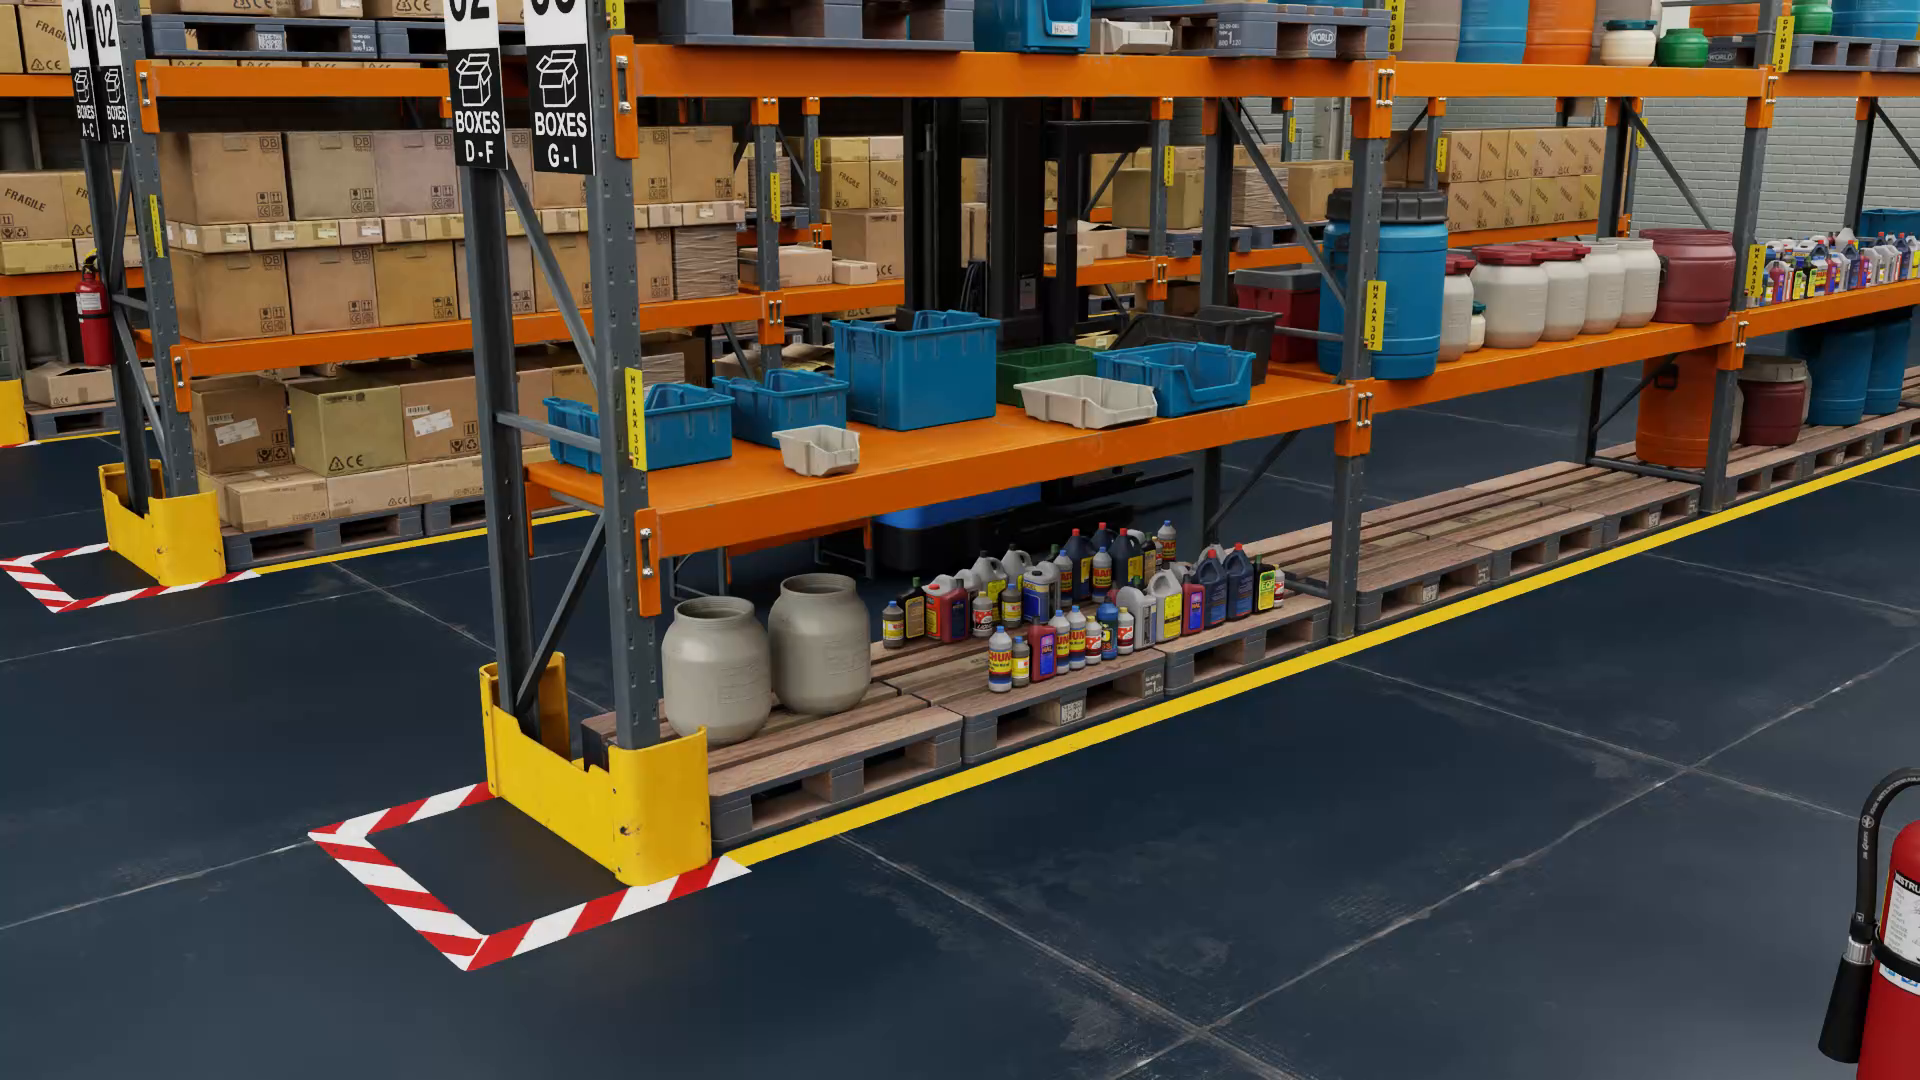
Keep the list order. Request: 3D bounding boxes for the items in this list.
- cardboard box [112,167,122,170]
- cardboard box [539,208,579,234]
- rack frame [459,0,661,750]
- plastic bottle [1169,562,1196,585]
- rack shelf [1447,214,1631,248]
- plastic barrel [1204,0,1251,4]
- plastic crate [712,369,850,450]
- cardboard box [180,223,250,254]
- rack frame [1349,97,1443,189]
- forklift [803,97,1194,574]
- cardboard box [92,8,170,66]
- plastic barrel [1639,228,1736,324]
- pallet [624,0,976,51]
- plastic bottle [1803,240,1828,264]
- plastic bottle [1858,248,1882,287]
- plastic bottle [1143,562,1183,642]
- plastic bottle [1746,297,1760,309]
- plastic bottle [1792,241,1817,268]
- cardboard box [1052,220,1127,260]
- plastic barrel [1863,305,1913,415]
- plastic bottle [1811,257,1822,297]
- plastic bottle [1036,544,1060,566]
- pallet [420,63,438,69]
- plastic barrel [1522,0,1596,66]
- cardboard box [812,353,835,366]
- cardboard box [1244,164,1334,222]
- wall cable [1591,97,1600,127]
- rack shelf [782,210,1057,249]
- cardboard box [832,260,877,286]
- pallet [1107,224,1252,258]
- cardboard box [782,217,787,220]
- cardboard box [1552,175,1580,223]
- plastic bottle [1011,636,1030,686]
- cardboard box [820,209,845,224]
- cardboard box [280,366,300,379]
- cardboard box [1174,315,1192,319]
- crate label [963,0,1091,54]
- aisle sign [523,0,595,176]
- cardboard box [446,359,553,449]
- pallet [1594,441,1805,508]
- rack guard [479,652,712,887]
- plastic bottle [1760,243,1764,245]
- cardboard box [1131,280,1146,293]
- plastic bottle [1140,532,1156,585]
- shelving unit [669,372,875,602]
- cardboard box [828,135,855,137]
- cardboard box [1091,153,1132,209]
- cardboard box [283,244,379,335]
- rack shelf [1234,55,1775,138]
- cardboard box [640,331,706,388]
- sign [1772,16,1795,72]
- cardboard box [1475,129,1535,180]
[{"bbox_3d":[-6.916,-2.884,14.035,0.500,0.500,0.500,-13,20,-41],"label":"cardboard box"},{"bbox_3d":[-2.657,-2.065,10.717,0.250,0.149,0.380,-12,19,-38],"label":"cardboard box"},{"bbox_3d":[-1.402,-0.363,5.797,0.127,3.000,1.000,-13,19,-39],"label":"rack frame"},{"bbox_3d":[1.058,0.236,7.981,0.135,0.276,0.152,-13,19,-39],"label":"plastic bottle"},{"bbox_3d":[5.910,-3.352,18.381,4.000,0.370,1.077,-13,19,-39],"label":"rack shelf"},{"bbox_3d":[1.162,-2.712,7.748,0.421,0.512,0.421,0,15,0],"label":"plastic barrel"},{"bbox_3d":[-0.727,-0.543,6.760,0.408,0.251,0.499,-13,19,-39],"label":"plastic crate"},{"bbox_3d":[-4.214,-1.714,9.405,0.250,0.149,0.380,-13,20,-40],"label":"cardboard box"},{"bbox_3d":[4.402,-3.361,17.020,0.127,3.000,1.000,-13,19,-39],"label":"rack frame"},{"bbox_3d":[0.453,-1.529,10.295,3.031,2.935,1.130,-14,20,-42],"label":"forklift"},{"bbox_3d":[-6.672,-3.980,13.292,0.500,0.500,0.500,-12,19,-37],"label":"cardboard box"},{"bbox_3d":[4.482,-1.647,10.338,0.708,0.536,0.600,-13,19,-39],"label":"plastic barrel"},{"bbox_3d":[-0.714,-1.842,5.888,1.213,0.211,1.003,-13,19,-39],"label":"pallet"},{"bbox_3d":[6.139,-1.973,11.919,0.185,0.351,0.144,-13,19,-39],"label":"plastic bottle"},{"bbox_3d":[6.633,-1.997,12.154,0.135,0.276,0.152,-13,19,-39],"label":"plastic bottle"},{"bbox_3d":[0.930,0.279,7.674,0.185,0.351,0.144,-13,20,-40],"label":"plastic bottle"},{"bbox_3d":[5.171,-1.669,10.926,0.135,0.276,0.152,-13,19,-39],"label":"plastic bottle"},{"bbox_3d":[6.452,-2.145,12.710,0.135,0.276,0.152,-13,19,-39],"label":"plastic bottle"},{"bbox_3d":[1.081,-2.587,14.296,0.500,0.311,0.500,-11,19,-36],"label":"cardboard box"},{"bbox_3d":[7.229,-1.496,13.292,0.708,0.901,0.600,-13,19,-39],"label":"plastic barrel"},{"bbox_3d":[5.901,-1.821,11.504,0.097,0.271,0.097,0,15,0],"label":"plastic bottle"},{"bbox_3d":[0.440,0.167,8.224,0.133,0.283,0.061,-12,19,-37],"label":"plastic bottle"},{"bbox_3d":[-4.352,-4.412,15.506,1.003,0.211,1.213,-13,19,-39],"label":"pallet"},{"bbox_3d":[3.377,-3.167,9.651,0.708,0.830,0.600,-13,19,-39],"label":"plastic barrel"},{"bbox_3d":[-0.777,-1.256,12.569,0.500,0.311,0.500,-13,20,-40],"label":"cardboard box"},{"bbox_3d":[3.109,-3.301,15.788,0.700,0.500,0.500,10,18,33],"label":"cardboard box"},{"bbox_3d":[8.666,-7.289,26.118,0.112,2.526,3.097,-13,19,-39],"label":"wall cable"},{"bbox_3d":[-0.362,-3.638,19.453,4.000,0.370,1.077,-13,19,-39],"label":"rack shelf"},{"bbox_3d":[-0.831,-1.995,12.392,0.250,0.149,0.380,-13,19,-39],"label":"cardboard box"},{"bbox_3d":[1.849,-2.719,14.989,1.003,0.211,1.213,-13,19,-39],"label":"pallet"},{"bbox_3d":[-1.793,-3.640,18.514,0.250,0.149,0.380,-12,19,-38],"label":"cardboard box"},{"bbox_3d":[6.491,-3.786,18.418,0.500,0.500,0.500,-12,19,-39],"label":"cardboard box"},{"bbox_3d":[0.248,0.512,7.090,0.097,0.201,0.097,0,15,0],"label":"plastic bottle"},{"bbox_3d":[-1.470,-3.546,18.161,0.250,0.149,0.380,-13,20,-40],"label":"cardboard box"},{"bbox_3d":[-6.108,-1.538,14.866,0.380,0.149,0.250,14,20,42],"label":"cardboard box"},{"bbox_3d":[1.915,-1.710,14.830,0.500,0.500,0.500,-12,19,-37],"label":"cardboard box"},{"bbox_3d":[0.227,-1.993,6.376,0.408,0.251,0.502,-13,19,-39],"label":"crate label"},{"bbox_3d":[-1.264,-1.550,5.203,0.004,0.787,0.394,-13,19,-39],"label":"aisle sign"},{"bbox_3d":[-2.967,-0.866,10.741,0.500,0.500,0.500,-13,19,-39],"label":"cardboard box"},{"bbox_3d":[5.200,-0.513,11.761,1.213,0.211,1.003,-13,19,-39],"label":"pallet"},{"bbox_3d":[-1.376,0.822,6.202,0.348,0.500,1.175,-13,19,-39],"label":"rack guard"},{"bbox_3d":[6.072,-2.119,12.620,0.097,0.271,0.097,0,15,0],"label":"plastic bottle"},{"bbox_3d":[2.160,-3.511,21.612,0.500,0.500,0.700,-13,20,-40],"label":"cardboard box"},{"bbox_3d":[0.932,0.108,8.443,0.133,0.283,0.061,-13,19,-39],"label":"plastic bottle"},{"bbox_3d":[-1.032,-0.278,9.111,1.048,1.125,0.538,-14,20,-42],"label":"shelving unit"},{"bbox_3d":[-1.306,-4.425,18.743,0.500,0.250,0.500,-13,20,-41],"label":"cardboard box"},{"bbox_3d":[1.567,-4.558,20.922,0.700,0.700,0.980,-12,19,-39],"label":"cardboard box"},{"bbox_3d":[-3.897,-1.543,10.020,0.500,0.500,0.700,-12,19,-38],"label":"cardboard box"},{"bbox_3d":[3.124,-2.481,9.308,4.000,0.370,1.077,-13,19,-39],"label":"rack shelf"},{"bbox_3d":[-2.189,-1.225,12.084,0.500,0.500,0.500,-13,19,-39],"label":"cardboard box"},{"bbox_3d":[4.999,-3.011,10.101,0.005,0.325,0.100,-13,19,-39],"label":"sign"},{"bbox_3d":[5.719,-4.092,17.625,0.500,0.500,0.500,-13,20,-41],"label":"cardboard box"}]
